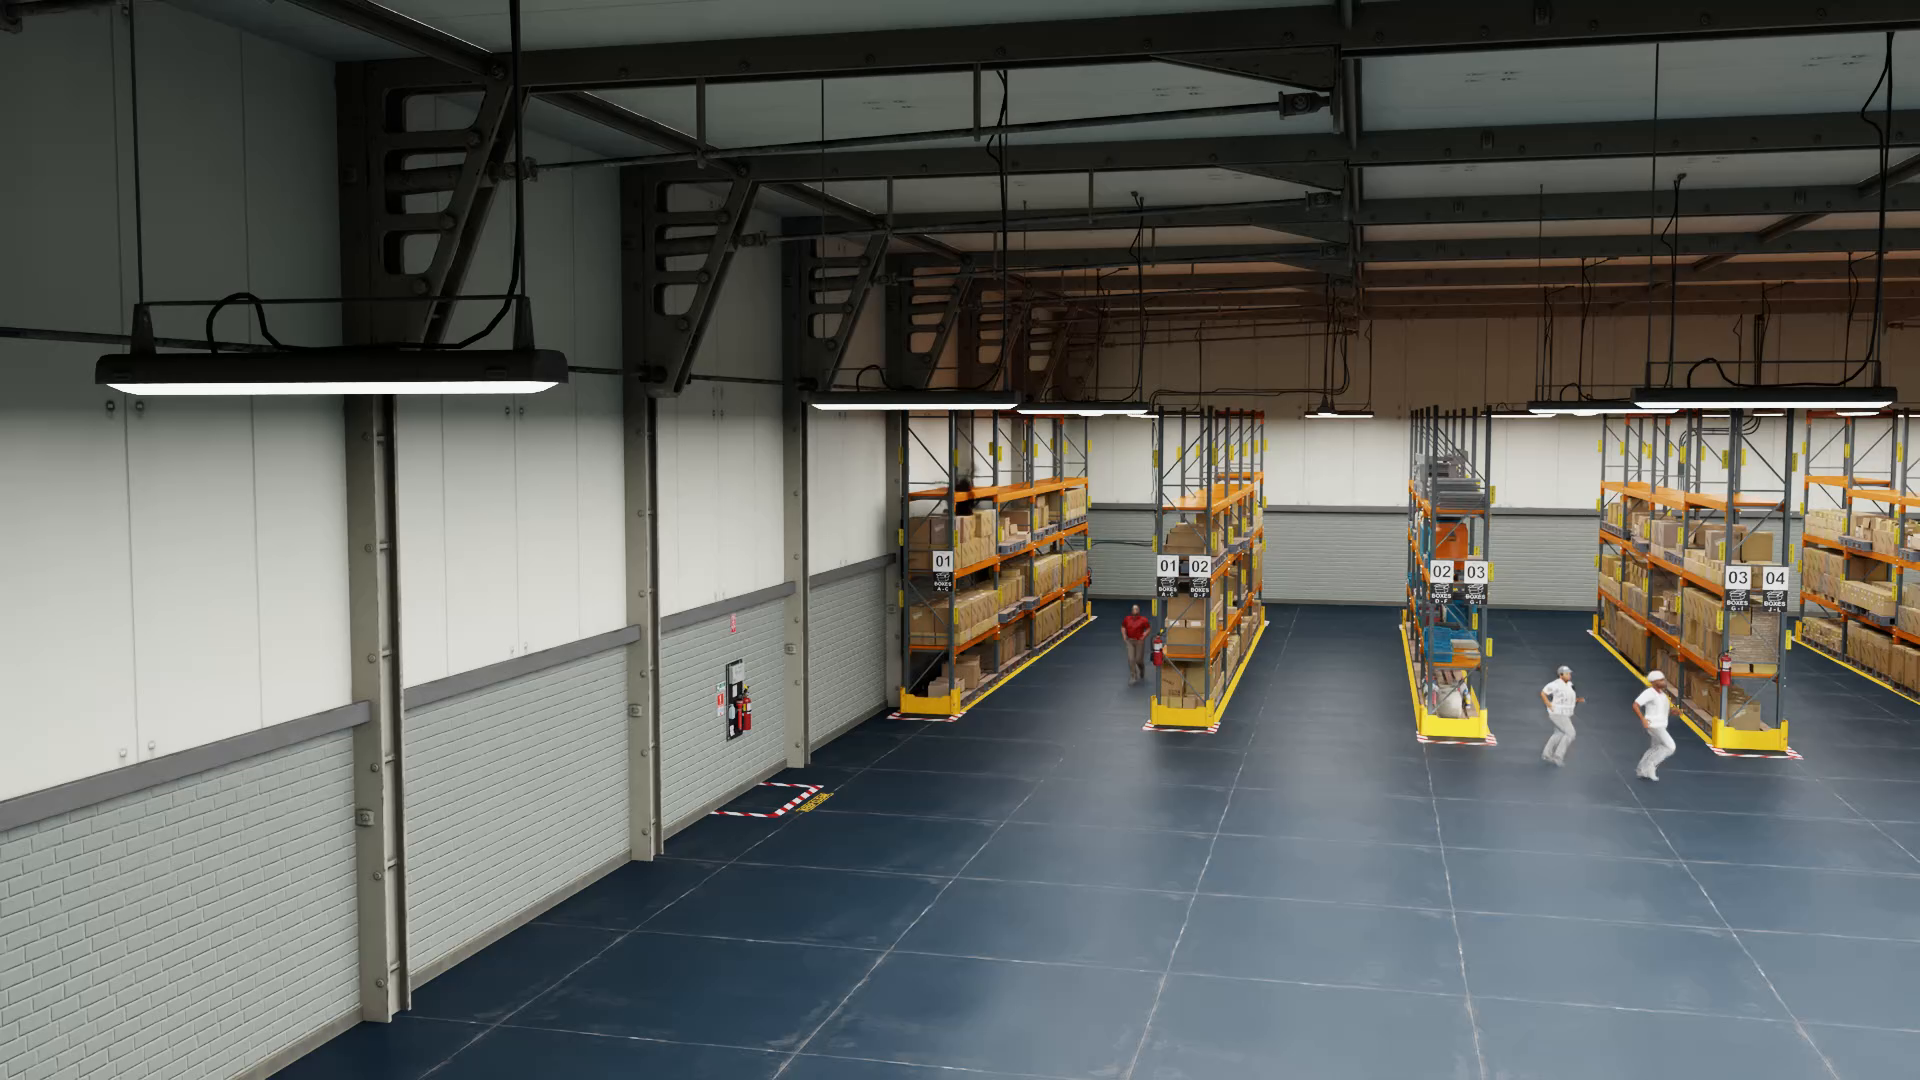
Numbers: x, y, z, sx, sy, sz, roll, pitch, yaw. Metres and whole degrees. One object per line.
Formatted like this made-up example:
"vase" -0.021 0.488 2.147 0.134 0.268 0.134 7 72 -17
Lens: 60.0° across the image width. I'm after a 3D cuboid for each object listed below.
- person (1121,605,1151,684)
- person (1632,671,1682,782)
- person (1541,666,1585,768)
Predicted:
"person" 3.830 2.271 36.391 0.674 1.710 0.656 1 4 16
"person" 11.067 2.949 26.343 0.672 1.741 0.675 3 5 38
"person" 10.004 2.935 27.604 0.574 1.704 0.697 -4 6 -44
